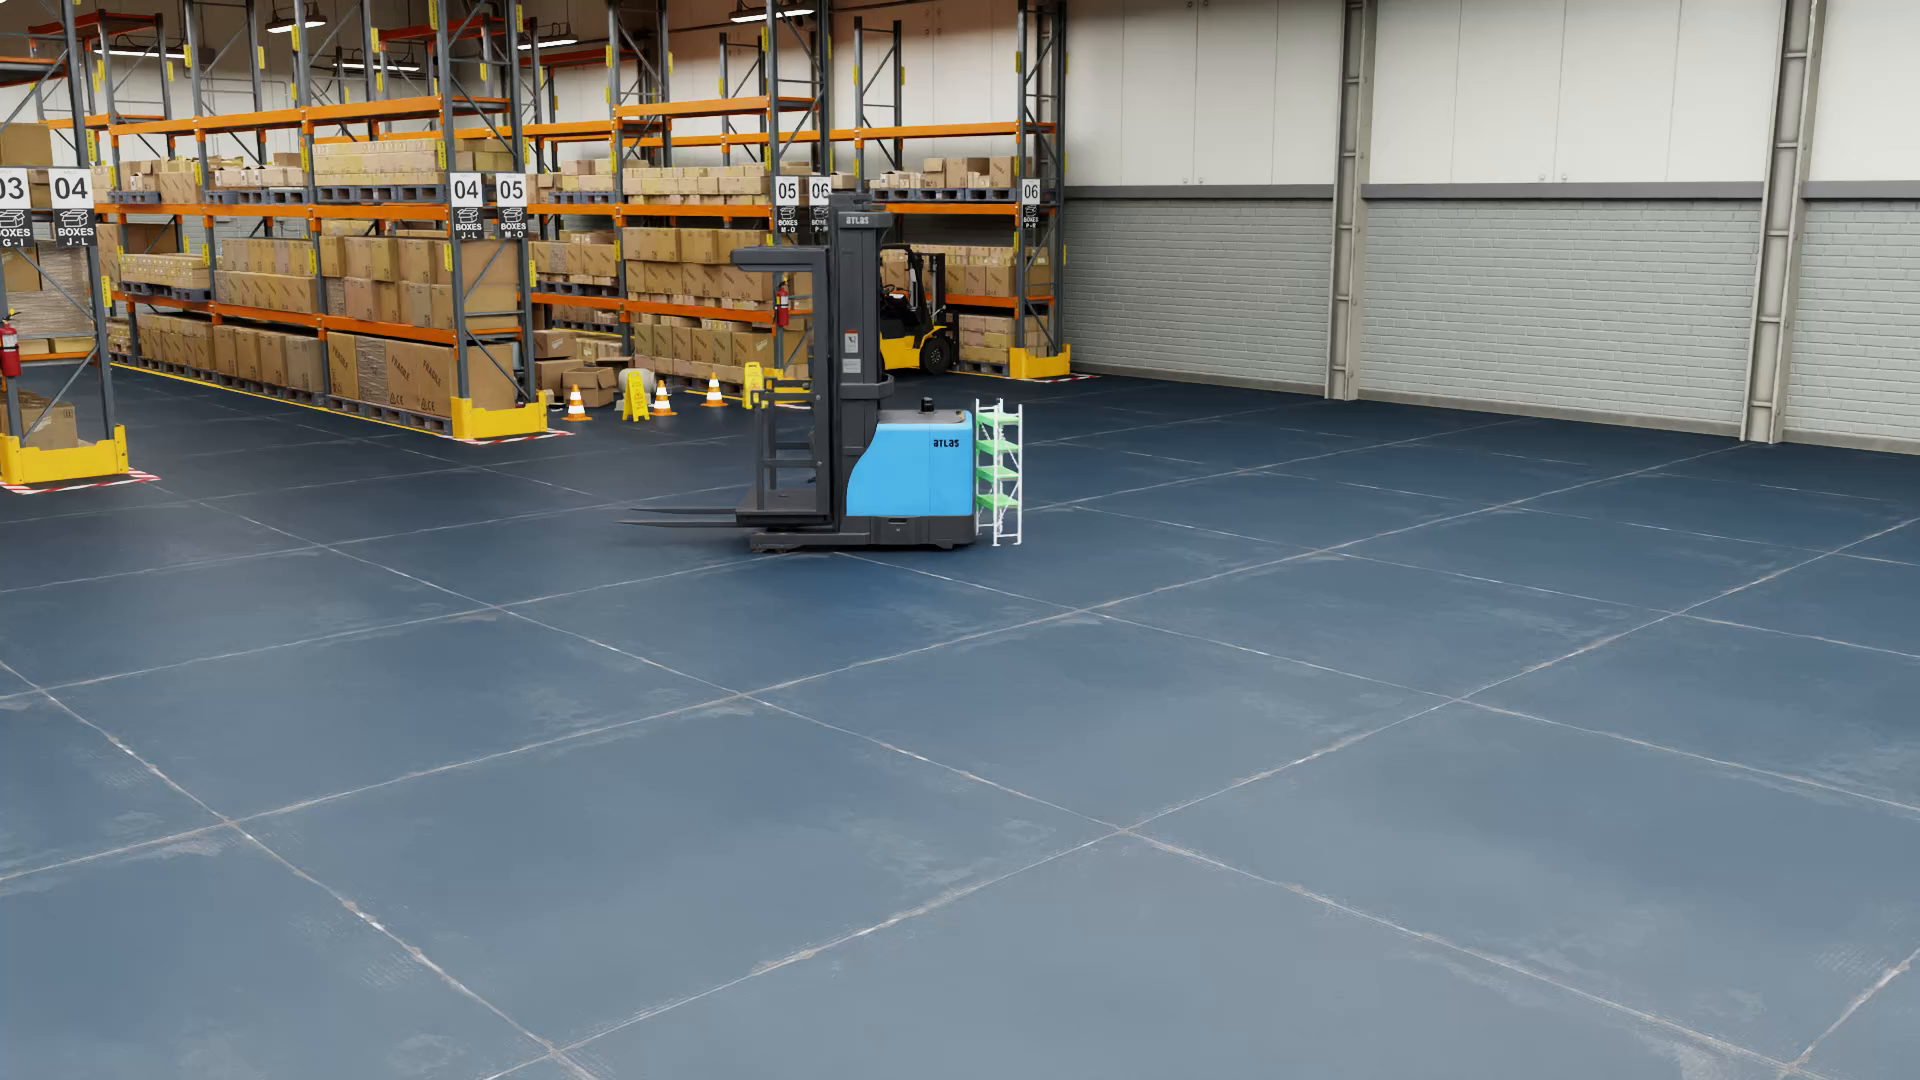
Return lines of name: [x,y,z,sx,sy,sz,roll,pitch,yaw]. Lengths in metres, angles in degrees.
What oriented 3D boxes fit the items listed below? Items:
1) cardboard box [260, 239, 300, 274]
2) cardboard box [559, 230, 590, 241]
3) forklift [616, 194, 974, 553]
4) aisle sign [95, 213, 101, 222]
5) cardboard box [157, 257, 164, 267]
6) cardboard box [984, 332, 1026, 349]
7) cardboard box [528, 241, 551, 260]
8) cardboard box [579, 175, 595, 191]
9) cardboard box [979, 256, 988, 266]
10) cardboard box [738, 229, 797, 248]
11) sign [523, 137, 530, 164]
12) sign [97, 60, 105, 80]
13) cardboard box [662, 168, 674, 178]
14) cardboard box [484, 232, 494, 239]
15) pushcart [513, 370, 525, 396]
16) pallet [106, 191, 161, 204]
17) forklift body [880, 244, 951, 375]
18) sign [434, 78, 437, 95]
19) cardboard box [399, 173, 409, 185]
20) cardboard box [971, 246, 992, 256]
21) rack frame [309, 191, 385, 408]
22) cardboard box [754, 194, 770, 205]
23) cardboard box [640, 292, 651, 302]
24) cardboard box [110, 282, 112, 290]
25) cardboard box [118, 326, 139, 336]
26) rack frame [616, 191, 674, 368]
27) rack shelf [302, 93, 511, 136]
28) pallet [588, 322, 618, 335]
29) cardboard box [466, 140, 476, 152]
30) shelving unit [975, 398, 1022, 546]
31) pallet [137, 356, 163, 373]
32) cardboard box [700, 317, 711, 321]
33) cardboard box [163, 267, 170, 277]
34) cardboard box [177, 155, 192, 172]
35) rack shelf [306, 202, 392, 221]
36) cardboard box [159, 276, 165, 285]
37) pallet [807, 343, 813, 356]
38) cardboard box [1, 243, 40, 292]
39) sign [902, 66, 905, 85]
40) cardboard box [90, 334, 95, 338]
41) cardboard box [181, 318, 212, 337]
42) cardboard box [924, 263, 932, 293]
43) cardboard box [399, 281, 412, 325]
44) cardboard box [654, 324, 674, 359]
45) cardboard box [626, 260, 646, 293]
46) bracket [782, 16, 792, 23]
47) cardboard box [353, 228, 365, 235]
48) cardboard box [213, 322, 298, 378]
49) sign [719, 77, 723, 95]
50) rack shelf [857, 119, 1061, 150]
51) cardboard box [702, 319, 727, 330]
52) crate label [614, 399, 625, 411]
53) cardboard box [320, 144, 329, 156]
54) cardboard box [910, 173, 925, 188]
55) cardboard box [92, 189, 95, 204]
cardboard box: [-9.946,-4.224,24.754,0.700,0.500,0.500,-11,16,-43]
cardboard box: [-8.580,-6.656,37.061,0.500,0.500,0.500,-10,16,-41]
forklift: [-1.397,-1.437,14.122,3.031,2.935,1.130,0,12,0]
aisle sign: [-16.666,-6.468,31.930,0.394,0.787,0.004,-11,16,-43]
cardboard box: [-12.869,-4.545,27.148,0.380,0.149,0.250,-10,15,-40]
cardboard box: [0.752,-3.335,27.701,0.500,0.250,0.500,-11,16,-43]
cardboard box: [-7.289,-4.907,28.768,0.500,0.500,0.500,-10,15,-40]
cardboard box: [-5.889,-5.837,27.204,0.500,0.250,0.500,-11,16,-42]
cardboard box: [0.540,-4.662,27.750,0.380,0.149,0.250,-11,16,-42]
cardboard box: [-2.783,-4.240,24.096,0.500,0.500,0.700,11,16,44]
sign: [-5.377,-4.820,20.576,0.100,0.325,0.005,-11,16,-43]
sign: [-14.475,-7.920,28.043,0.100,0.325,0.005,-11,16,-43]
cardboard box: [-4.307,-5.596,25.352,0.250,0.149,0.380,11,16,43]
cardboard box: [-8.344,-5.257,29.769,0.500,0.500,0.500,11,16,44]
pushcart: [-6.650,-2.486,25.544,0.936,0.377,1.648,6,13,26]
pallet: [-13.721,-5.831,28.311,1.213,0.211,1.003,-11,16,-43]
forklift body: [-1.314,-3.811,27.578,2.313,2.155,1.214,-11,16,-43]
sign: [-10.175,-8.775,32.192,0.100,0.325,0.005,-11,16,-43]
cardboard box: [-6.783,-4.521,20.820,0.380,0.149,0.250,-11,16,-42]
cardboard box: [0.404,-4.852,27.936,0.380,0.149,0.250,-11,16,-42]
rack frame: [-8.545,-3.391,23.437,1.000,3.000,0.127,-11,16,-43]
cardboard box: [-2.721,-4.871,23.810,0.380,0.149,0.250,-11,16,-42]
cardboard box: [-4.838,-3.852,26.298,0.380,0.149,0.250,-10,15,-41]
cardboard box: [-14.835,-4.514,29.512,0.380,0.149,0.250,-10,15,-40]
cardboard box: [-14.709,-3.707,29.519,0.380,0.149,0.250,-11,16,-42]
rack frame: [-5.035,-4.096,26.857,1.000,3.000,0.127,-11,16,-43]
rack shelf: [-7.164,-5.489,21.528,1.077,0.370,4.000,-11,16,-43]
pallet: [-7.446,-4.690,36.652,1.003,0.211,1.213,-11,16,-43]
cardboard box: [-5.956,-4.928,20.823,0.380,0.149,0.250,-11,16,-42]
shelving unit: [0.331,-0.592,14.311,0.258,1.200,0.503,-4,12,-17]
pallet: [-13.531,-3.079,28.835,1.003,0.211,1.213,-11,16,-43]
cardboard box: [-4.995,-4.459,33.776,0.500,0.500,0.500,-11,16,-43]
cardboard box: [-12.690,-4.362,26.994,0.380,0.149,0.250,-11,16,-43]
cardboard box: [-12.140,-5.963,26.345,0.396,0.266,0.258,-11,16,-43]
rack shelf: [-11.941,-6.672,33.710,1.077,0.370,4.000,-11,16,-43]
cardboard box: [-12.863,-4.253,27.204,0.380,0.149,0.250,-10,15,-41]
pallet: [-2.831,-3.702,31.858,1.003,0.211,1.213,-11,16,-43]
cardboard box: [-9.999,-2.861,17.402,0.500,0.500,0.500,-11,16,-43]
sign: [-1.029,-8.335,29.859,0.100,0.325,0.005,-11,16,-43]
cardboard box: [-15.924,-3.836,30.884,0.250,0.149,0.380,11,16,42]
cardboard box: [-12.326,-3.459,27.062,0.500,0.250,0.500,-11,16,-42]
cardboard box: [-0.276,-4.512,28.629,0.500,0.500,0.500,-11,16,-42]
cardboard box: [-6.764,-3.105,21.677,0.875,0.550,0.550,-11,16,-43]
cardboard box: [-4.445,-3.122,26.044,0.500,0.500,0.500,-10,15,-40]
cardboard box: [-4.933,-4.187,26.316,0.500,0.500,0.500,-11,16,-43]
bracket: [-3.201,-10.019,31.822,0.235,0.232,0.430,-11,16,-43]
cardboard box: [-11.788,-5.980,33.279,0.500,0.500,0.500,-11,16,-42]
cardboard box: [-10.952,-2.977,25.963,1.050,0.750,0.750,-11,16,-43]
sign: [-4.596,-8.729,31.969,0.100,0.325,0.005,-11,16,-43]
rack shelf: [-0.066,-6.886,28.308,1.077,0.370,4.000,-11,16,-43]
cardboard box: [-3.669,-3.256,25.091,0.380,0.149,0.250,-10,15,-40]
crate label: [-4.658,-1.895,23.268,0.298,0.136,0.250,3,12,16]
cardboard box: [-8.363,-5.245,22.359,0.380,0.149,0.250,-11,16,-43]
cardboard box: [-0.642,-6.187,28.618,0.258,0.266,0.396,11,16,44]
cardboard box: [-15.292,-6.137,29.703,0.500,0.250,0.500,-11,16,-43]
